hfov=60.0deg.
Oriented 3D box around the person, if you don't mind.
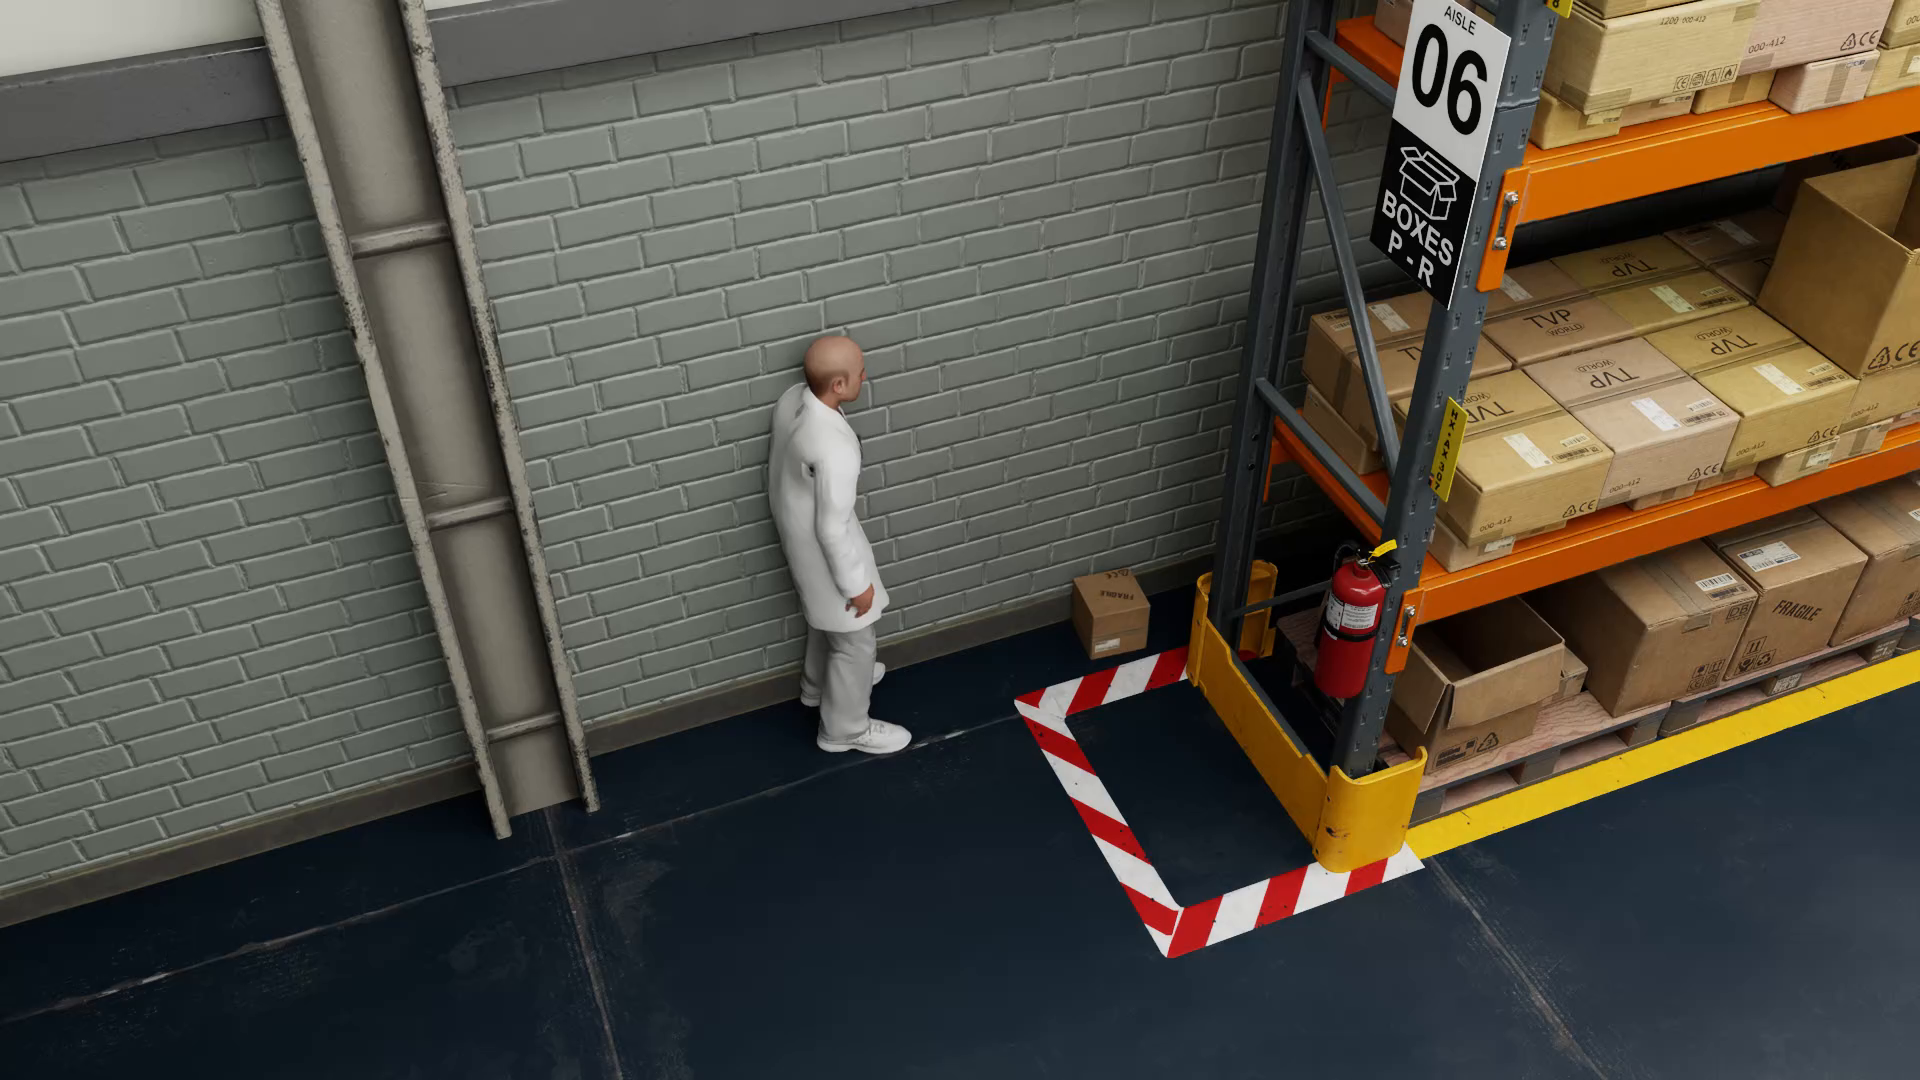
[{"bbox_3d":[-0.468,0.017,6.152,0.428,1.772,0.644,-13,43,-14],"label":"person"}]
